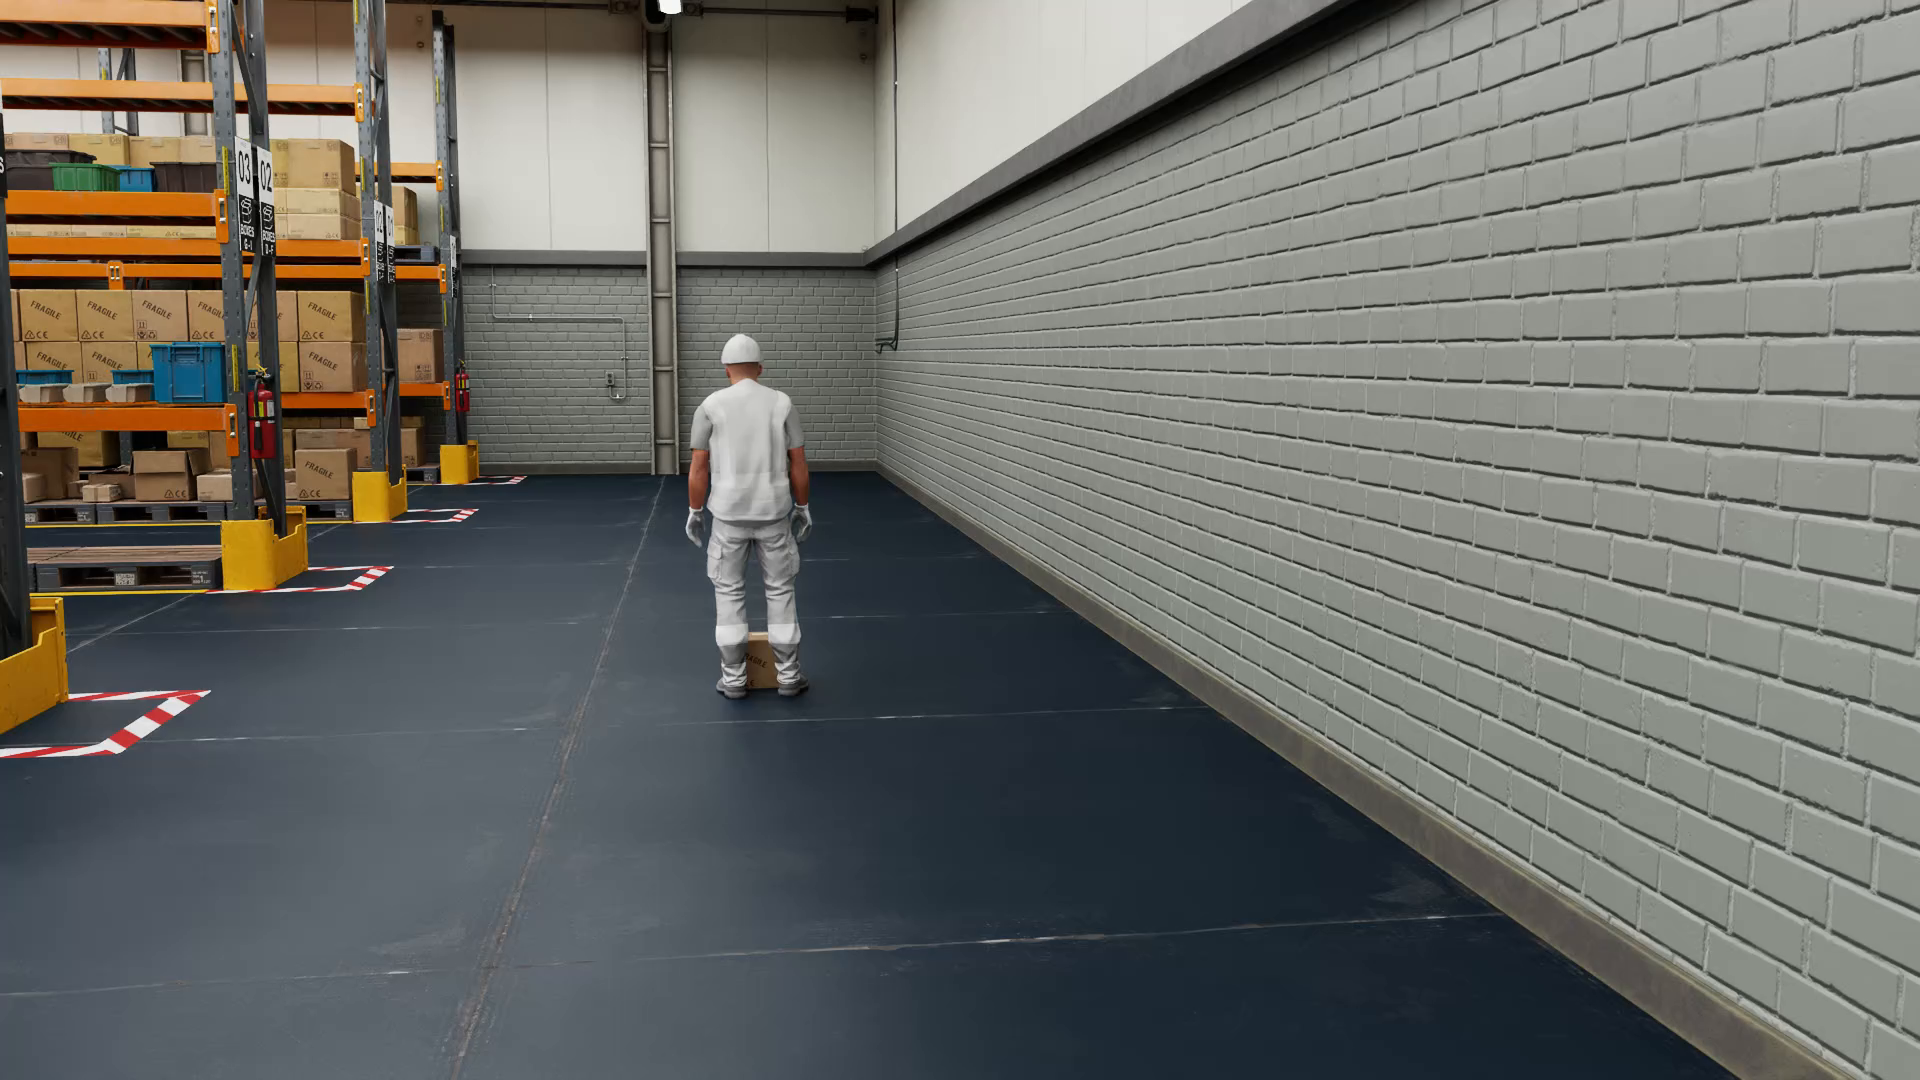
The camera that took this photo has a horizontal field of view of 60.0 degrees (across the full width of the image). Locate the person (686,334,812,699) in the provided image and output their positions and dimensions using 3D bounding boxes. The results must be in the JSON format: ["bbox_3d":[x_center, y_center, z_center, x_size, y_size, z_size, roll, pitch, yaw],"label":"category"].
[{"bbox_3d":[-1.037,-0.119,8.198,0.623,1.780,0.446,-1,7,-11],"label":"person"}]
